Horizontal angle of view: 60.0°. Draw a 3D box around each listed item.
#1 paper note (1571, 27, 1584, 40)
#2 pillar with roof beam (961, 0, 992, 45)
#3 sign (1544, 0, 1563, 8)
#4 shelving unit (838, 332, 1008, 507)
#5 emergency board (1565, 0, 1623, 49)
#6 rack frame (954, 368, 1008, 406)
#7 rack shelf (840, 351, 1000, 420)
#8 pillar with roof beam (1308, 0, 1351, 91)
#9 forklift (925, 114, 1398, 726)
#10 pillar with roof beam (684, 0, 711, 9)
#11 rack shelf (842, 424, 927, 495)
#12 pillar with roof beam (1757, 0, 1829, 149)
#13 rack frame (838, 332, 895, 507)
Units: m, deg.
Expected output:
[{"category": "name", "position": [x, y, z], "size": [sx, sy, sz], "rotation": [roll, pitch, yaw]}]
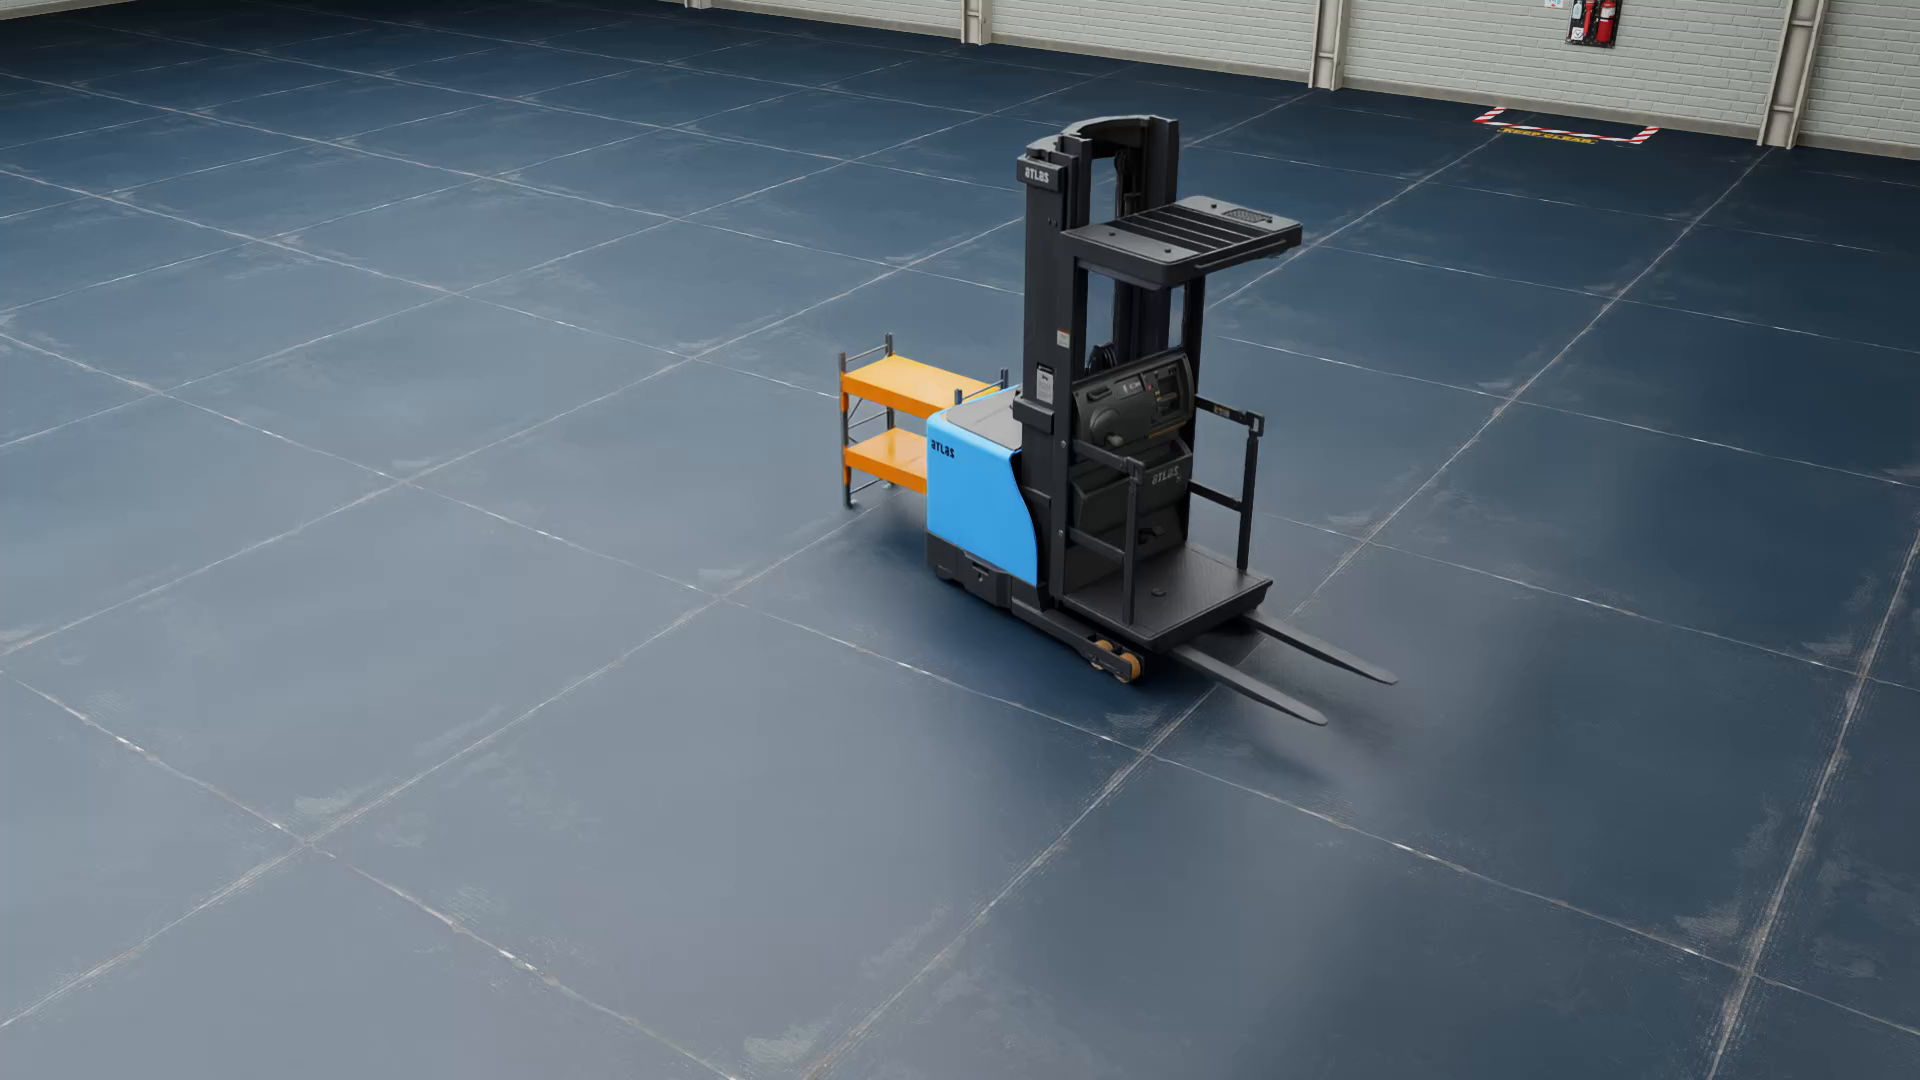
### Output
[{"category": "paper note", "position": [8.035, -6.586, 21.629], "size": [0.142, 0.148, 0.016], "rotation": [17, 32, 30]}, {"category": "pillar with roof beam", "position": [-2.172, -10.404, 21.546], "size": [0.400, 9.000, 9.100], "rotation": [17, 32, 30]}, {"category": "sign", "position": [7.745, -7.104, 21.636], "size": [0.234, 0.329, 0.001], "rotation": [17, 32, 30]}, {"category": "shelving unit", "position": [-0.248, -0.671, 11.103], "size": [1.048, 1.125, 0.538], "rotation": [21, 34, 36]}, {"category": "emergency board", "position": [8.142, -6.907, 21.289], "size": [0.643, 1.169, 0.194], "rotation": [17, 32, 30]}, {"category": "rack frame", "position": [0.138, -0.521, 10.807], "size": [0.032, 1.125, 0.500], "rotation": [21, 34, 36]}, {"category": "rack shelf", "position": [-0.248, -0.932, 10.970], "size": [1.000, 0.278, 0.538], "rotation": [21, 34, 36]}, {"category": "pillar with roof beam", "position": [2.774, -8.863, 18.518], "size": [0.400, 9.000, 9.100], "rotation": [17, 32, 30]}, {"category": "forklift", "position": [1.131, -0.758, 9.281], "size": [1.130, 2.935, 3.031], "rotation": [-22, 34, -36]}, {"category": "pillar with roof beam", "position": [-7.117, -11.945, 24.574], "size": [0.400, 9.000, 9.100], "rotation": [17, 32, 30]}, {"category": "rack shelf", "position": [-0.248, -0.453, 11.214], "size": [1.000, 0.278, 0.538], "rotation": [21, 34, 36]}, {"category": "pillar with roof beam", "position": [7.720, -7.322, 15.491], "size": [0.400, 9.000, 9.100], "rotation": [17, 32, 30]}, {"category": "rack frame", "position": [-0.633, -0.821, 11.398], "size": [0.032, 1.125, 0.500], "rotation": [21, 34, 36]}]
